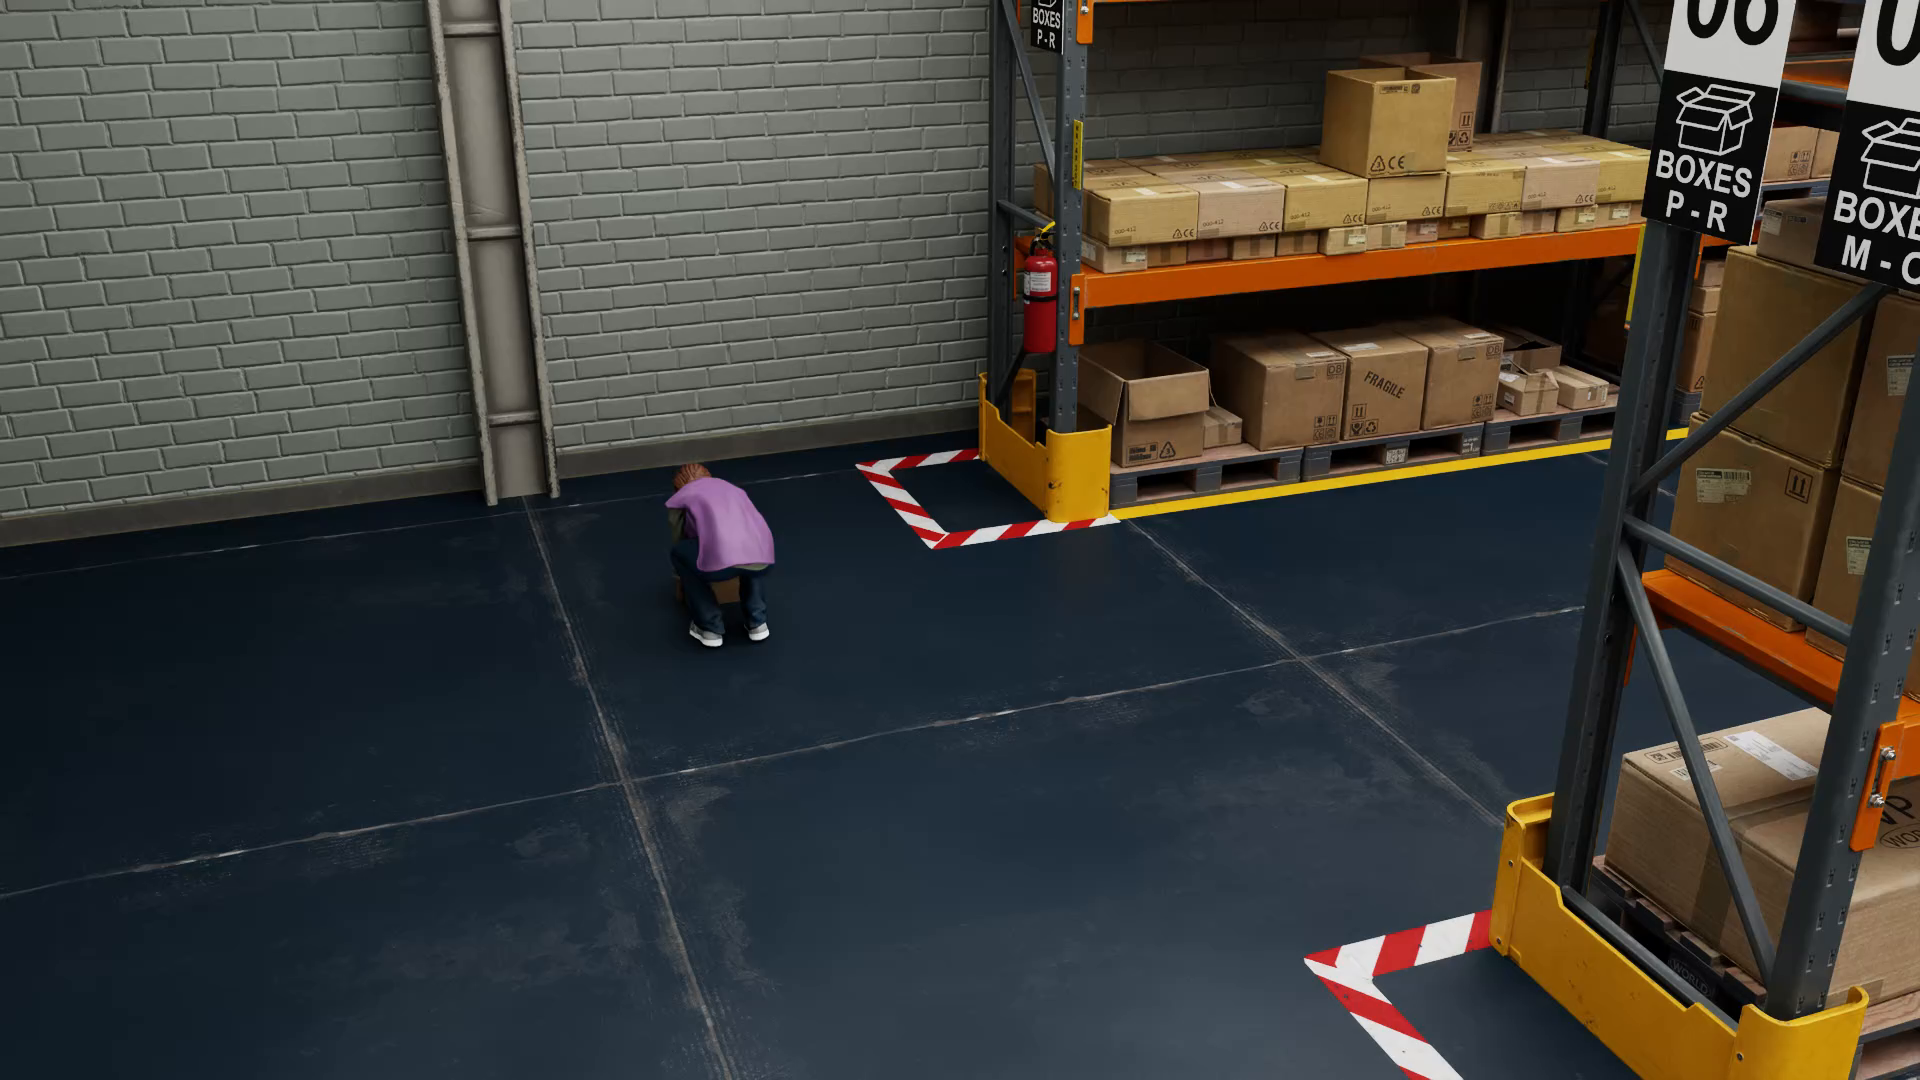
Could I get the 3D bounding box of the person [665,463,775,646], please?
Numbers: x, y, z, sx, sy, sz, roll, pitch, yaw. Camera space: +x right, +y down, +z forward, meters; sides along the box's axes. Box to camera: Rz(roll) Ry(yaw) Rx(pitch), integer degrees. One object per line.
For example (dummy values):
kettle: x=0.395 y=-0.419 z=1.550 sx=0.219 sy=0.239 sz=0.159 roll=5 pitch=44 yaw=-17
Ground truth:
person: x=-1.106 y=0.080 z=7.621 sx=0.421 sy=0.694 sz=0.861 roll=-9 pitch=24 yaw=-20
